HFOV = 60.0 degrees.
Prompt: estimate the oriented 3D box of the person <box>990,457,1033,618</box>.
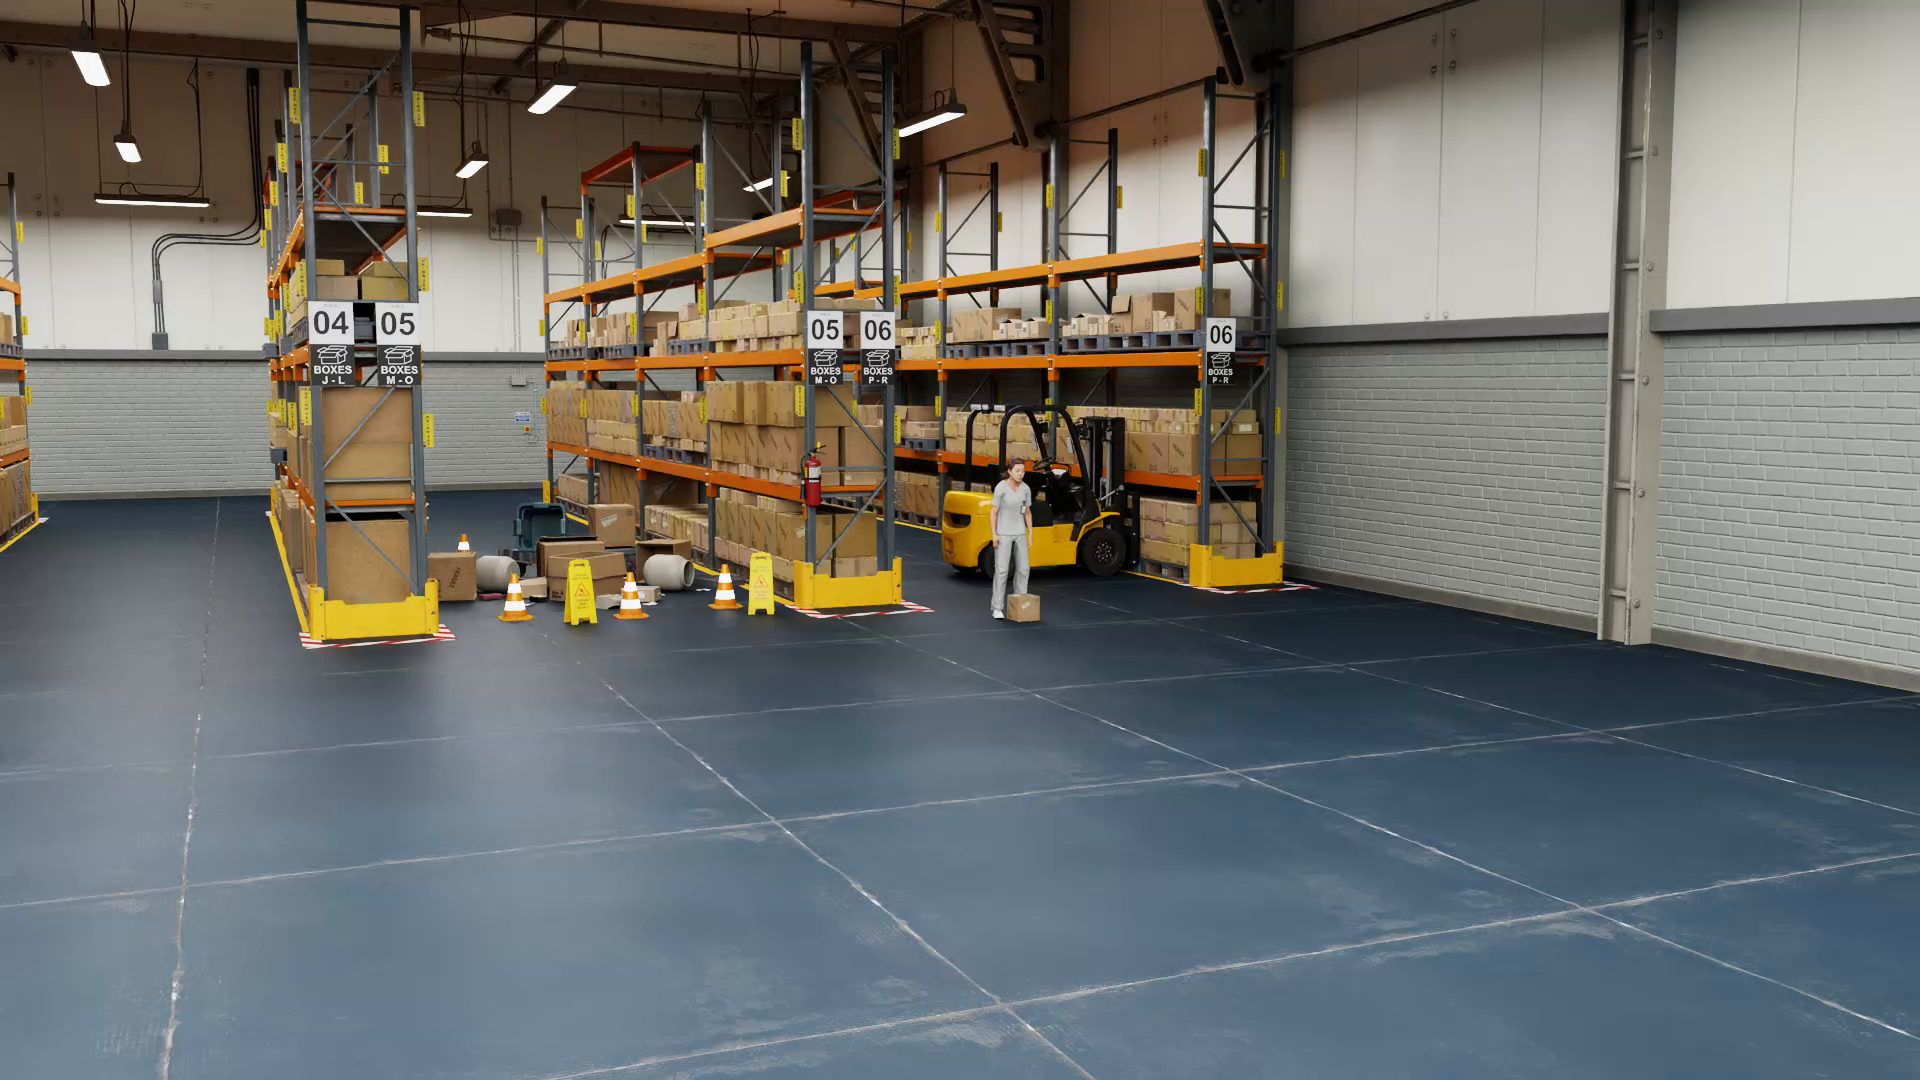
[{"bbox_3d":[0.540,-0.033,17.307,0.488,1.672,0.359,-3,6,-26],"label":"person"}]
